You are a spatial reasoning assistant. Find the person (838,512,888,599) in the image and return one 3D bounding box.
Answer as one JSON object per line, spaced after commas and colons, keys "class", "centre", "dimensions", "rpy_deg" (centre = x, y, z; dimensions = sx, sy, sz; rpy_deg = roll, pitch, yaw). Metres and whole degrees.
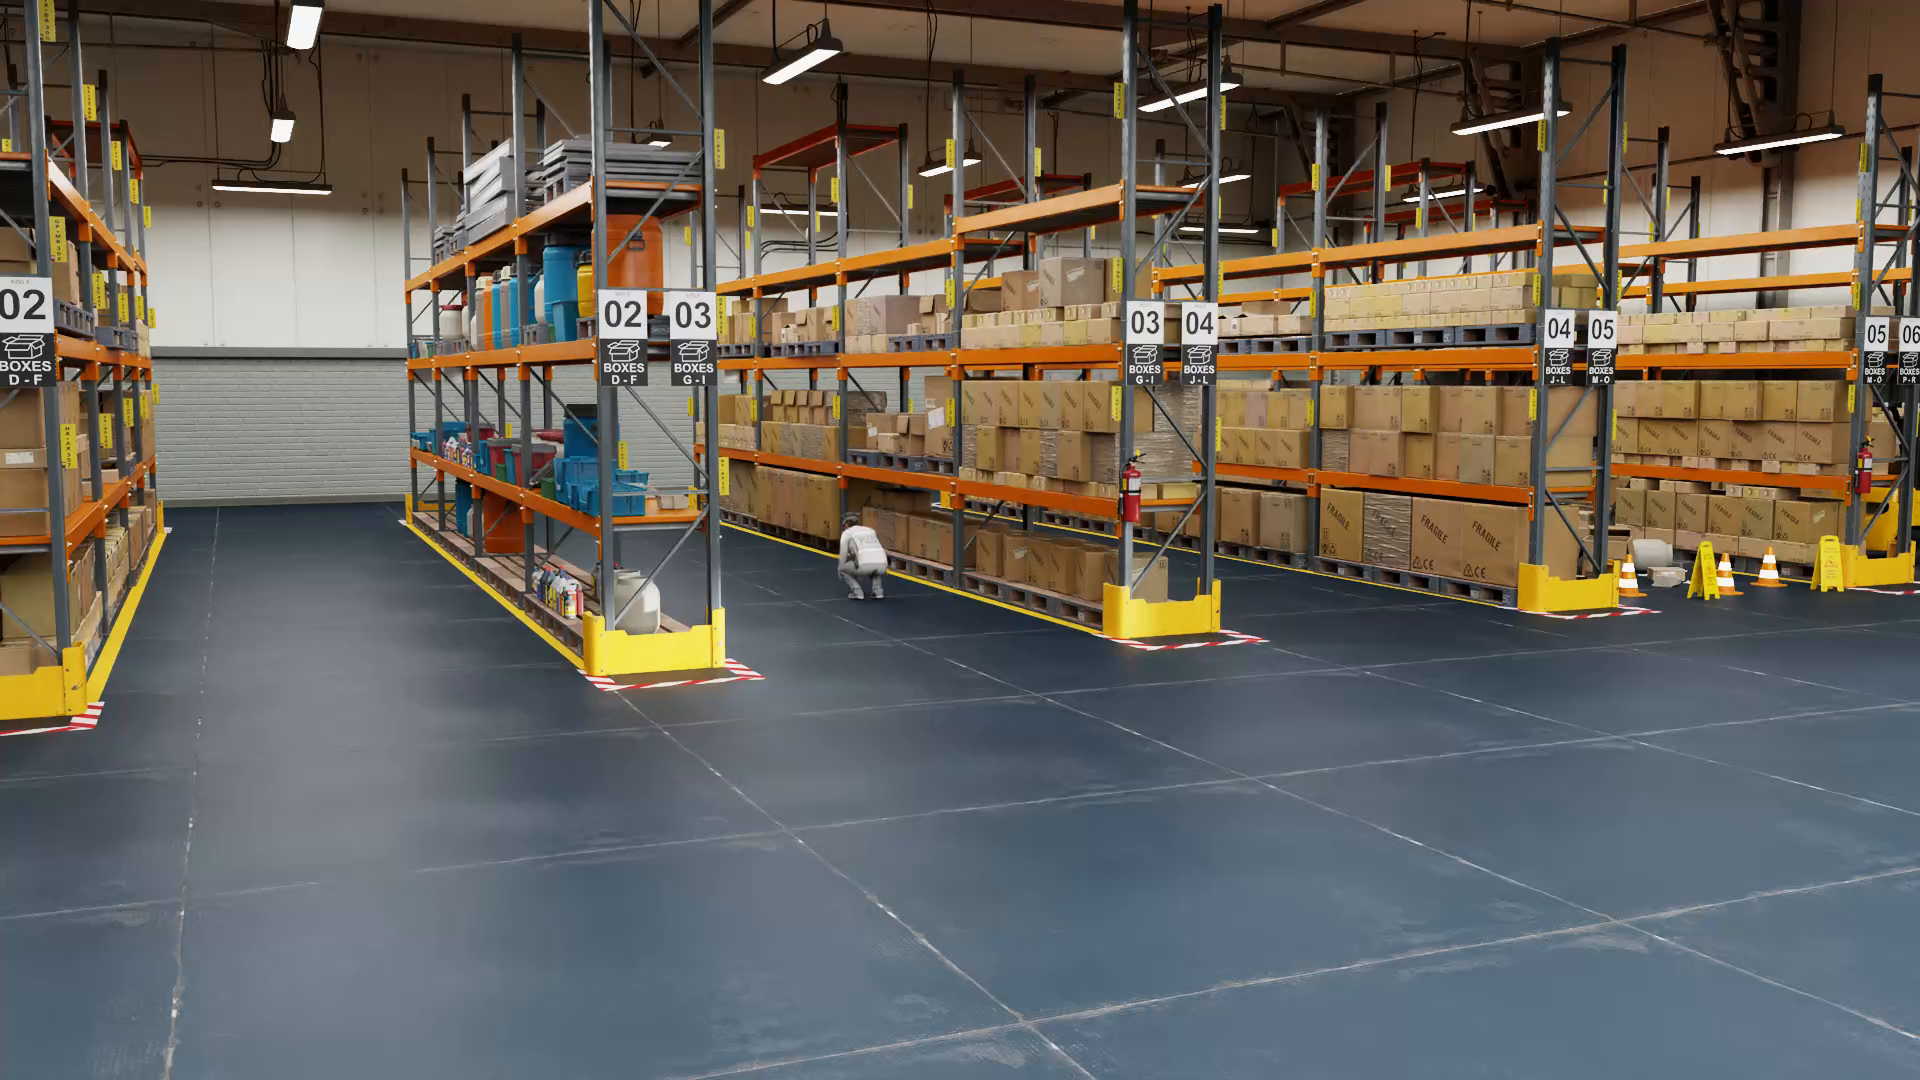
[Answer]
{"class": "person", "centre": [-1.114, 0.176, 18.896], "dimensions": [0.492, 0.969, 0.821], "rpy_deg": [-3, 6, -24]}
